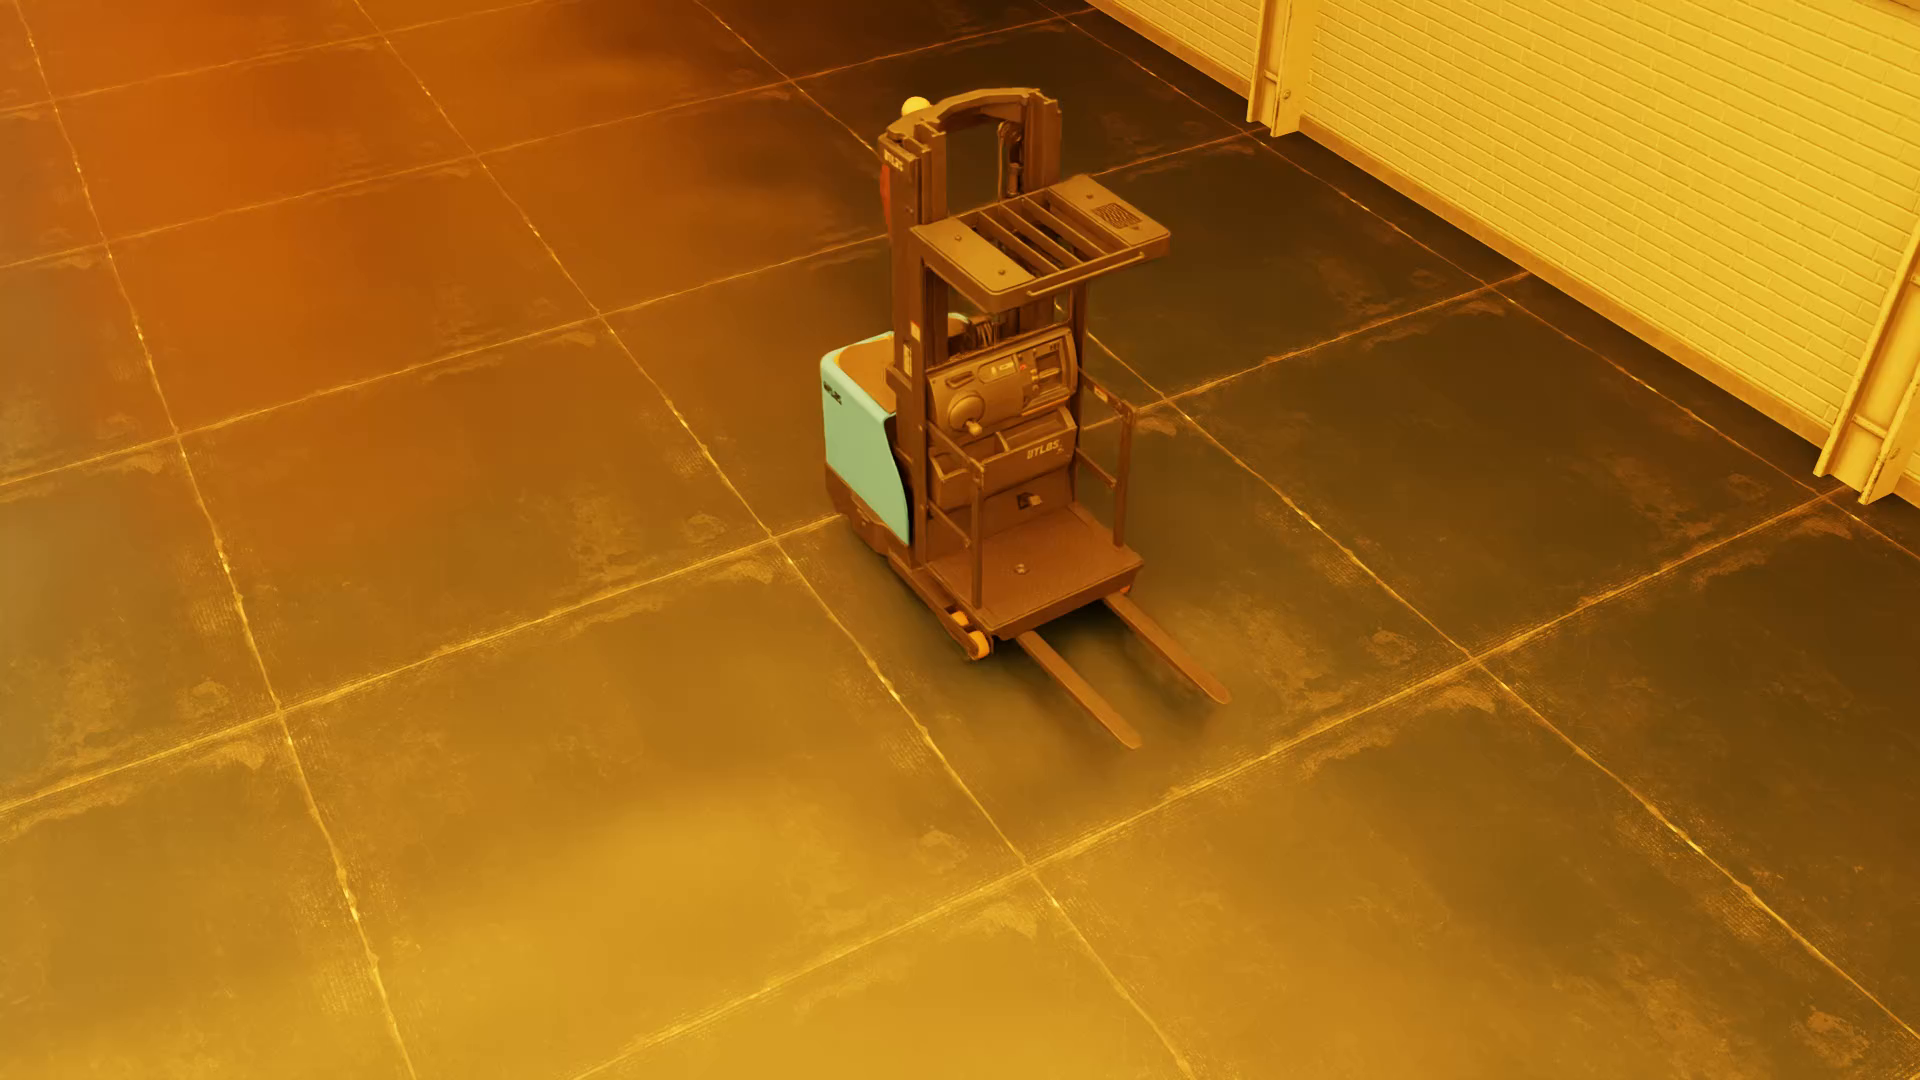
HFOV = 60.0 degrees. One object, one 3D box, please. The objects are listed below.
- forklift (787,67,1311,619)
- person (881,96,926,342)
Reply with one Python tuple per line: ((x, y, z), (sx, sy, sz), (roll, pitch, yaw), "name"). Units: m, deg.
((0.565, -1.041, 9.291), (3.031, 2.935, 1.130), (10, 41, 12), "forklift")
((-0.331, -2.186, 11.721), (0.424, 1.590, 0.653), (-8, 40, -9), "person")
